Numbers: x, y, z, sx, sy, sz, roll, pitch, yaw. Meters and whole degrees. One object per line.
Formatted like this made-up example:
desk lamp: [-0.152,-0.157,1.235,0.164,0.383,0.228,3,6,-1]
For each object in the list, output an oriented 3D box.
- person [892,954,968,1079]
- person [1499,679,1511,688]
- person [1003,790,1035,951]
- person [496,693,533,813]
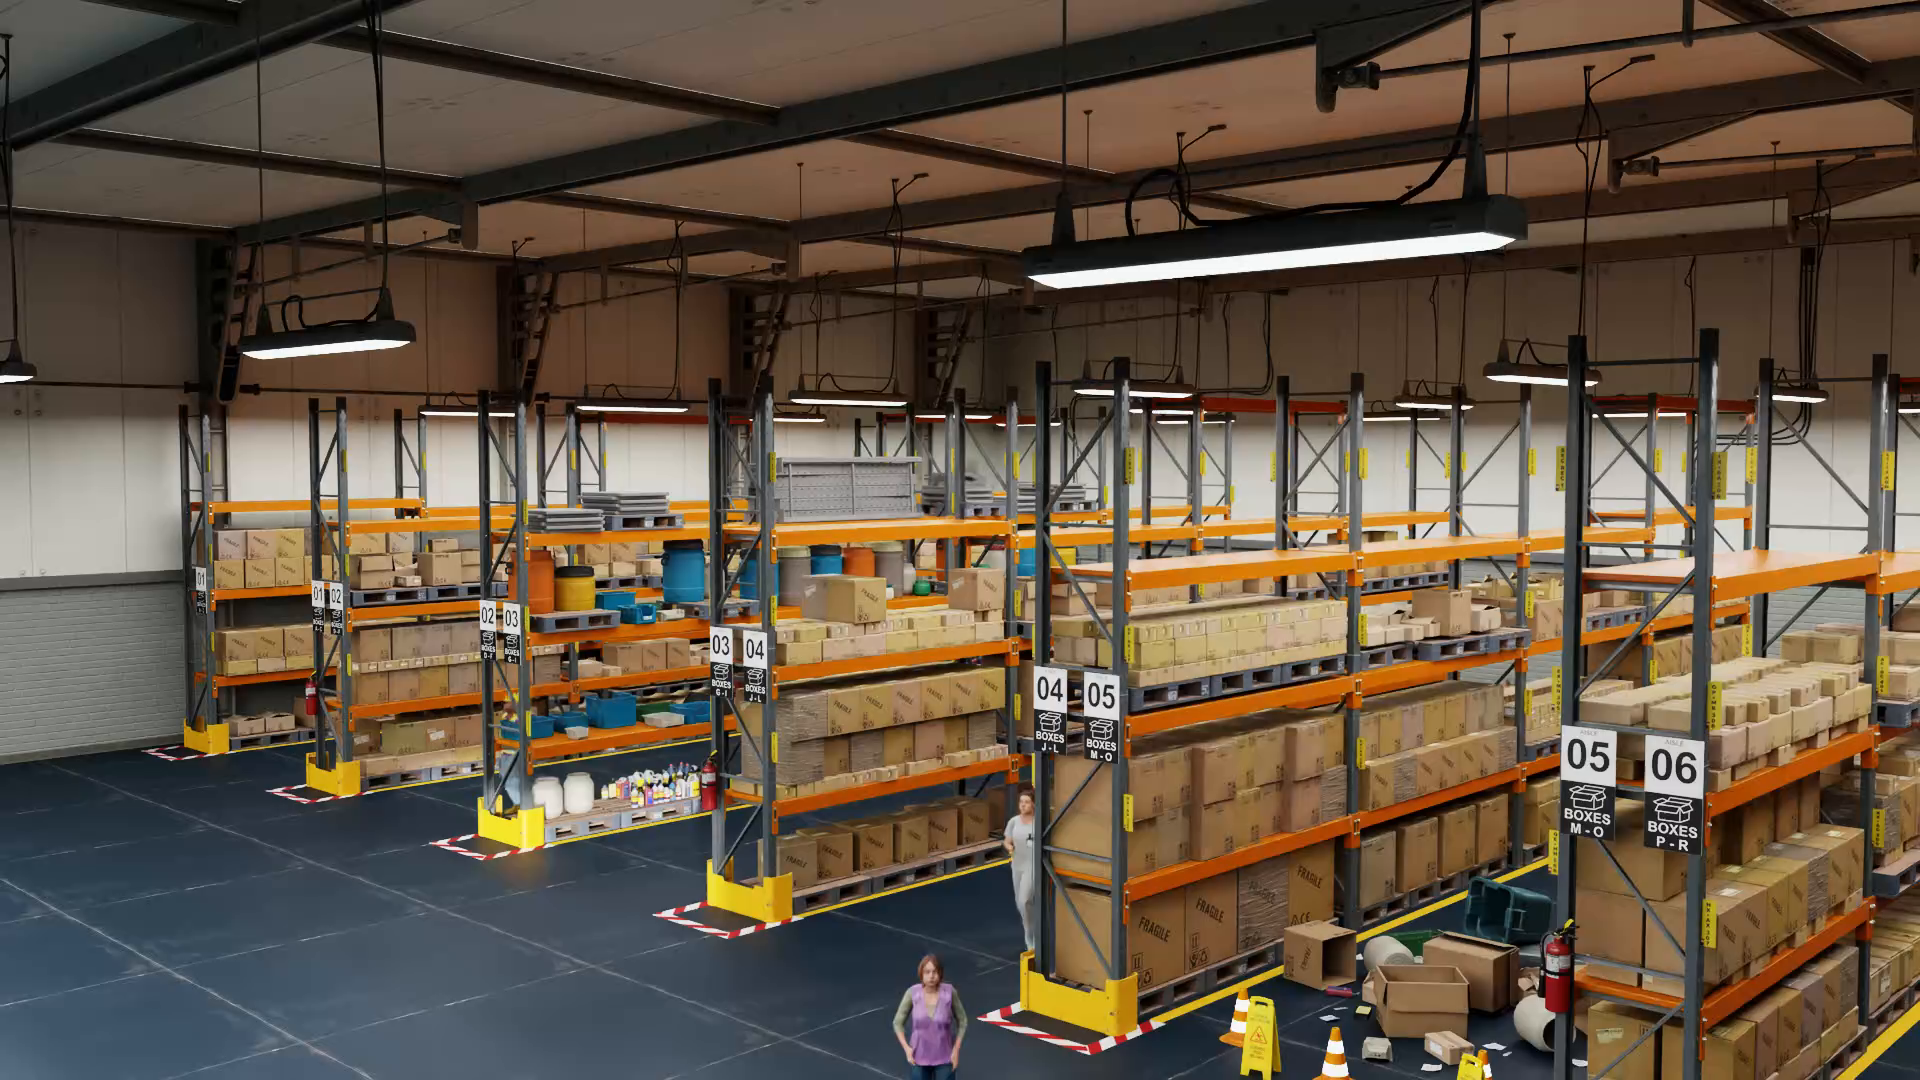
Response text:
person: [-0.219,3.756,11.991,0.544,1.562,0.539,0,3,2]
person: [8.286,3.001,25.303,0.737,1.754,0.671,-2,4,-39]
person: [0.705,3.425,17.151,0.533,1.685,0.699,2,4,32]
person: [-6.389,3.048,23.777,0.733,1.727,0.601,3,4,40]
